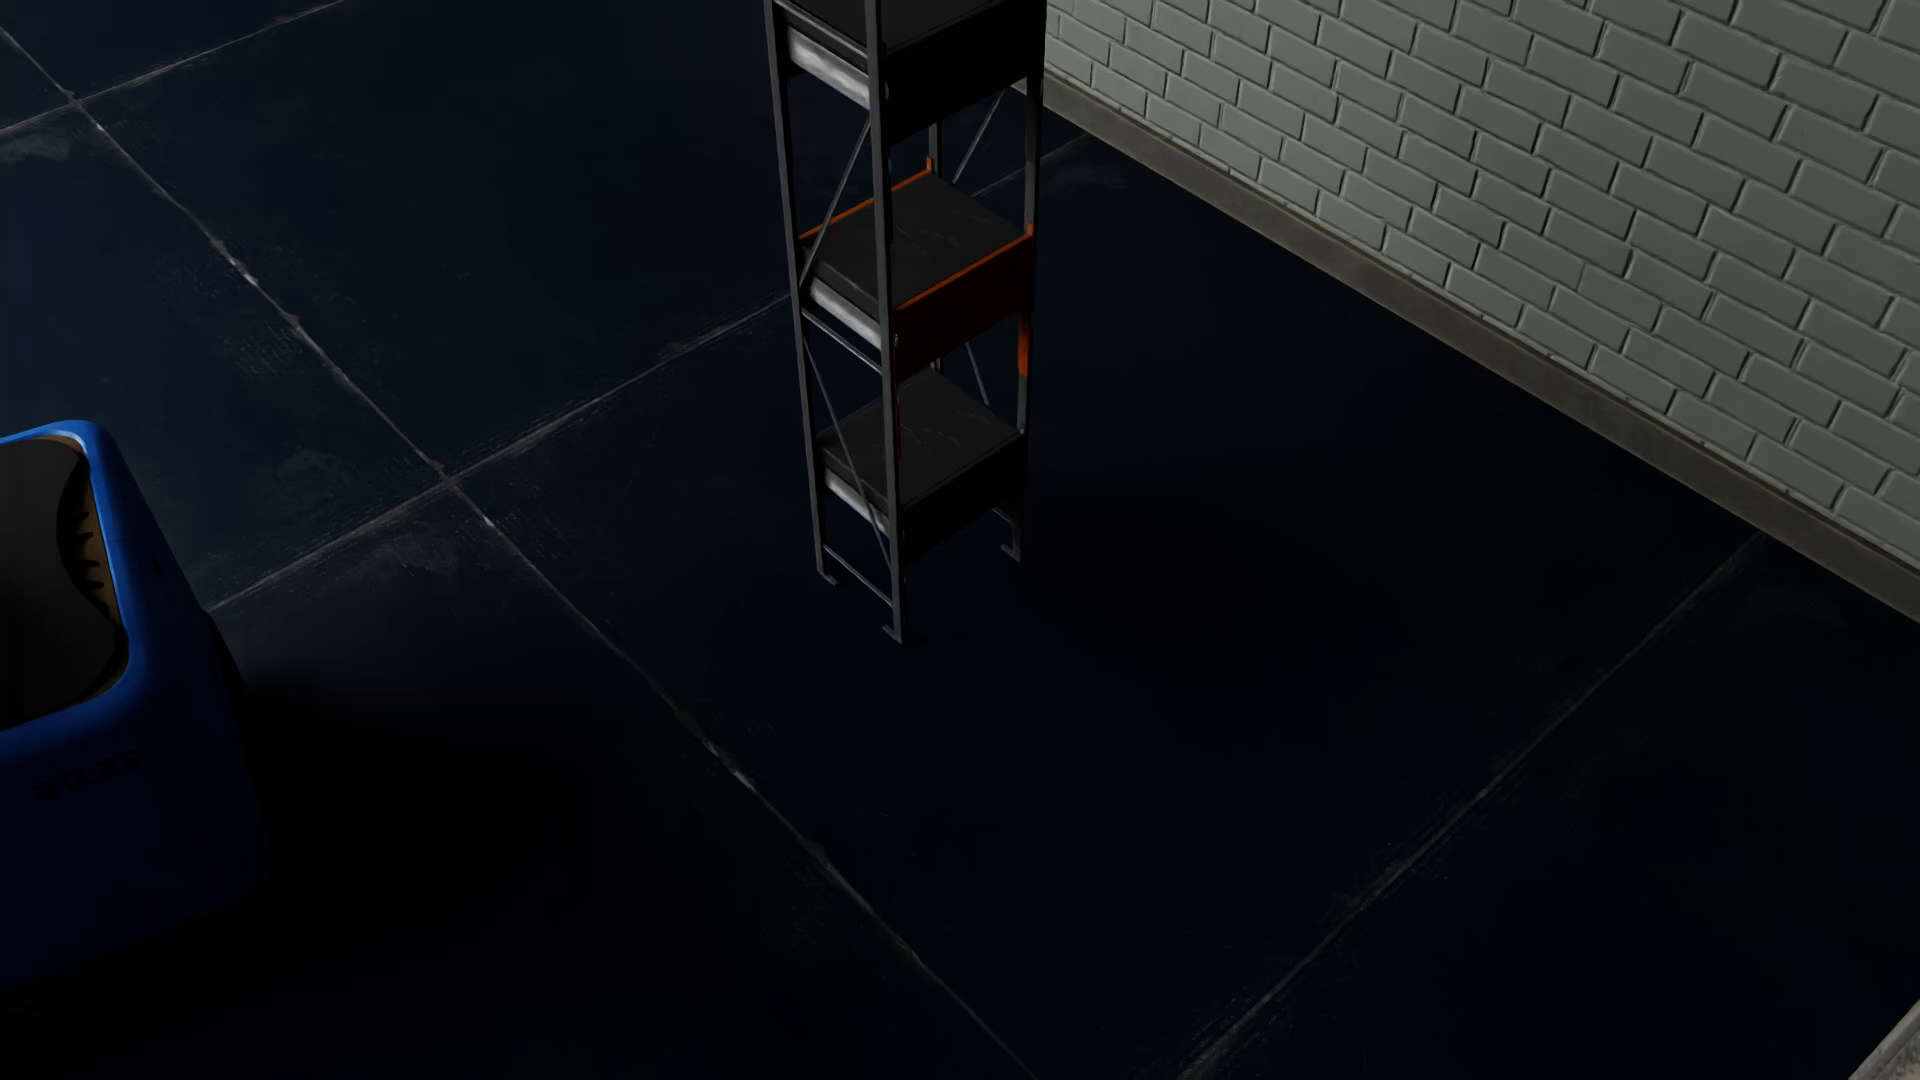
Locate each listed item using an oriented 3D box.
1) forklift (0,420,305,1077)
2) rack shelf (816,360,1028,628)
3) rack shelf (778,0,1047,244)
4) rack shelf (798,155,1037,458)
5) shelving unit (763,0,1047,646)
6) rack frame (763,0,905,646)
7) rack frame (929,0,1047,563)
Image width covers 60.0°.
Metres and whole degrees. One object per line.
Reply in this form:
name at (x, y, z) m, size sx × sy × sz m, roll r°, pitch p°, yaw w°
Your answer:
forklift at (-3.229, 0.226, 3.047) m, size 3.031 × 2.935 × 1.130 m, roll -21°, pitch 51°, yaw -18°
rack shelf at (-0.122, -0.146, 4.927) m, size 0.480 × 0.518 × 0.431 m, roll -34°, pitch 56°, yaw -27°
rack shelf at (-0.122, -1.096, 3.898) m, size 0.480 × 0.518 × 0.431 m, roll -34°, pitch 56°, yaw -27°
rack shelf at (-0.122, -0.621, 4.413) m, size 0.480 × 0.518 × 0.431 m, roll -34°, pitch 56°, yaw -27°
shelving unit at (-0.122, -0.630, 4.403) m, size 0.503 × 2.100 × 0.431 m, roll -34°, pitch 56°, yaw -27°
rack frame at (-0.303, -0.510, 4.291) m, size 0.015 × 2.100 × 0.400 m, roll -34°, pitch 56°, yaw -27°
rack frame at (0.058, -0.751, 4.514) m, size 0.015 × 2.100 × 0.400 m, roll -34°, pitch 56°, yaw -27°
